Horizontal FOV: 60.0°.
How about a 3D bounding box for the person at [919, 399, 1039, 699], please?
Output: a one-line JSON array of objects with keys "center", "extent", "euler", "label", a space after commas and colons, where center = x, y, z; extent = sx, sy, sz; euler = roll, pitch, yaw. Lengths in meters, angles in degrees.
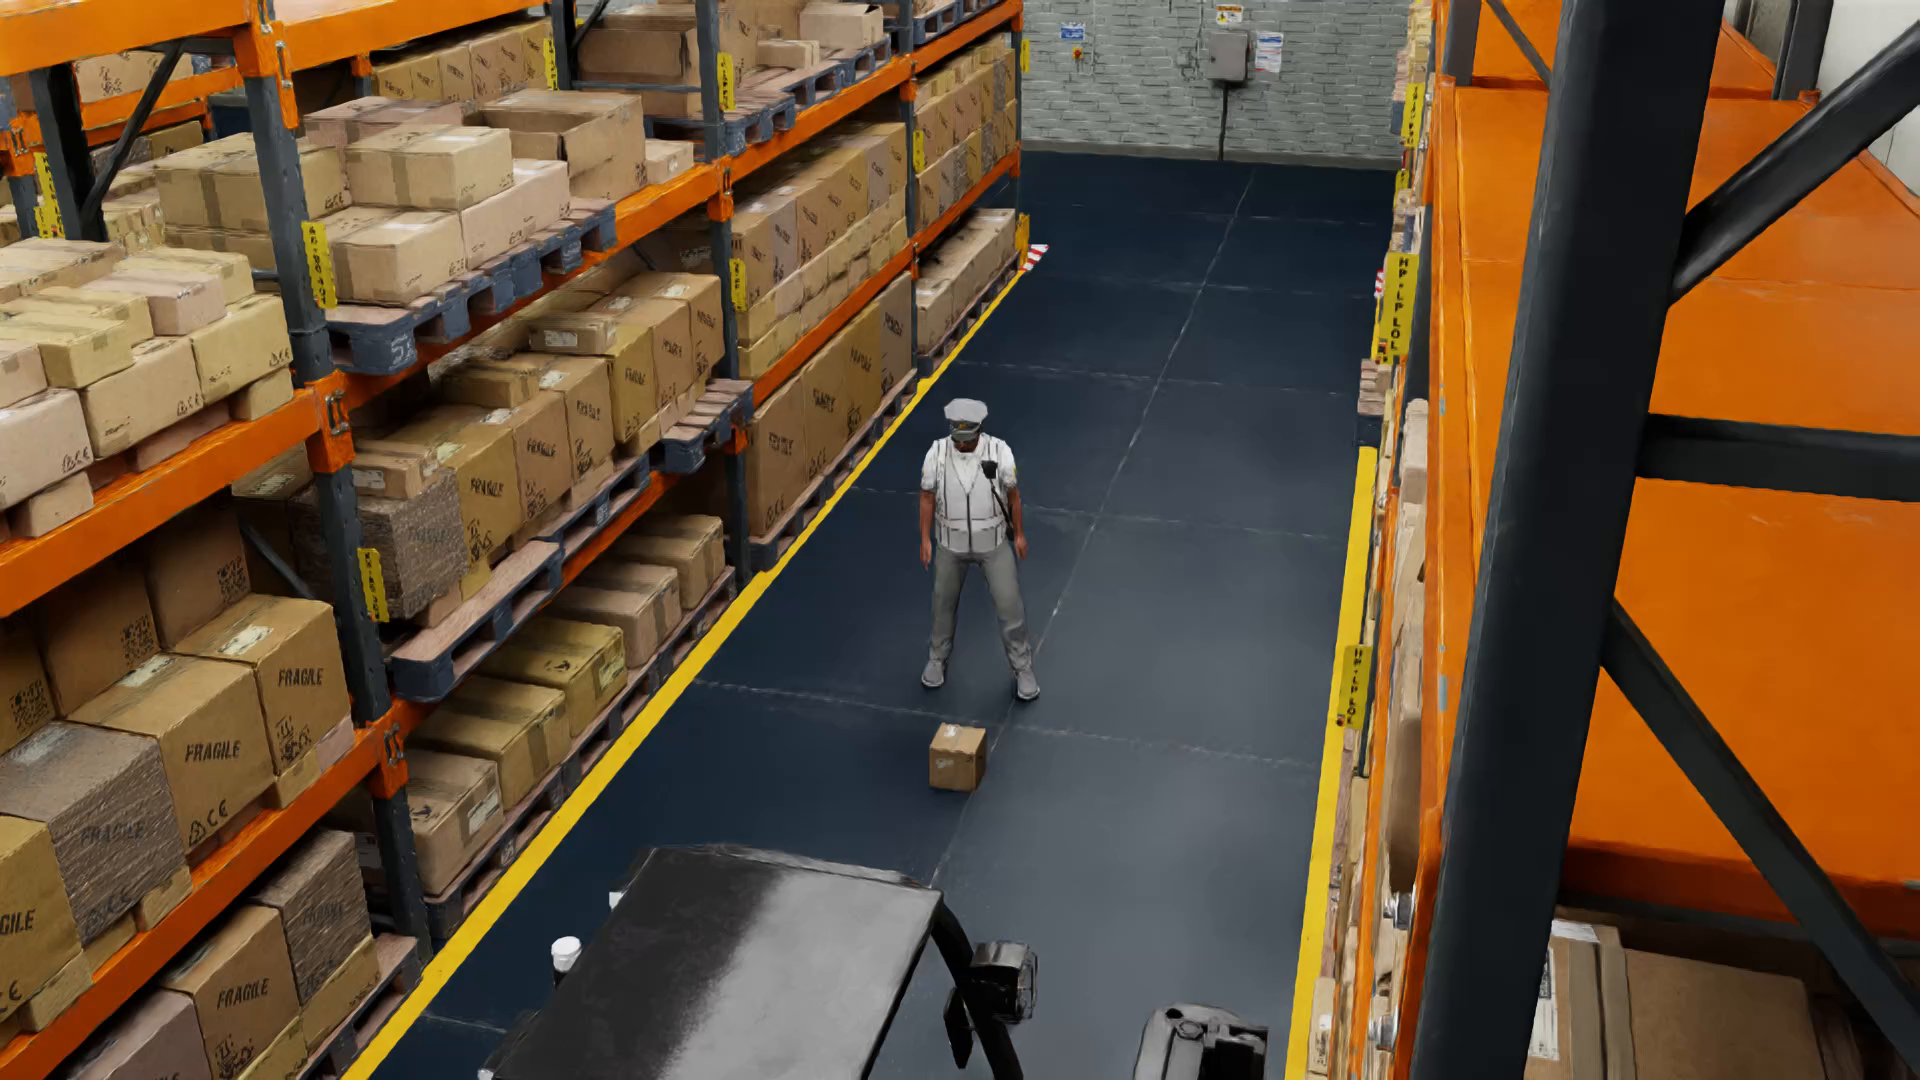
[{"center": [0.114, 0.038, 9.488], "extent": [0.714, 1.740, 0.495], "euler": [1, 25, 3], "label": "person"}]
